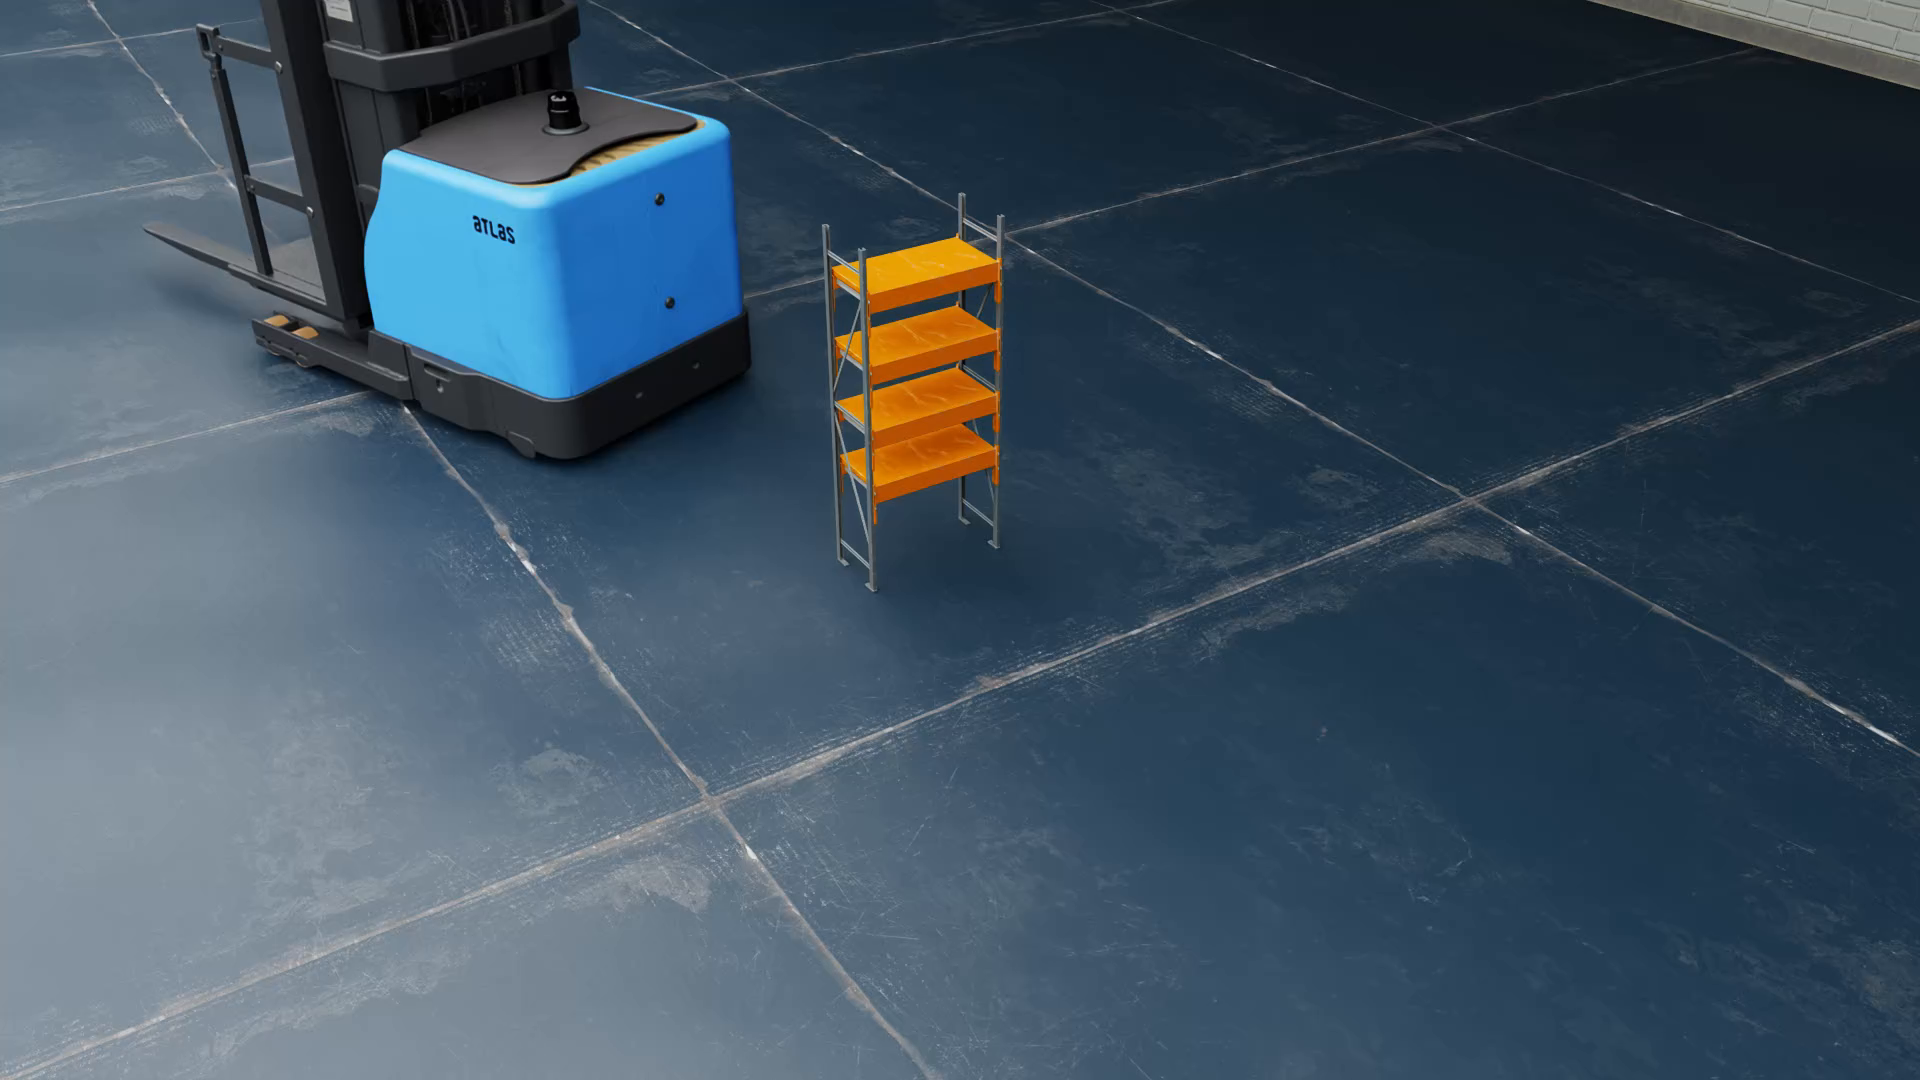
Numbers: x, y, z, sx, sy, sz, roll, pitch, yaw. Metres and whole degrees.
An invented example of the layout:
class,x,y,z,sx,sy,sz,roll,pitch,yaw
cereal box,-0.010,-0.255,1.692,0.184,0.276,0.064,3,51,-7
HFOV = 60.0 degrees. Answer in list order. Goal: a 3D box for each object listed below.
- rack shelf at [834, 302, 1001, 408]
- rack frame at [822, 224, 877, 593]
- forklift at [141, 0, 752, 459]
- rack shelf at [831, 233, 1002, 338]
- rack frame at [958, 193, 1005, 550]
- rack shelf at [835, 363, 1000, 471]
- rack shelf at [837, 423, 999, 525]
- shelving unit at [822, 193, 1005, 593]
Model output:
class,x,y,z,sx,sy,sz,roll,pitch,yaw
rack shelf,-0.139,-0.592,5.271,0.480,0.148,0.258,-19,37,-27
rack frame,-0.344,-0.389,5.242,0.015,1.200,0.240,-19,37,-27
forklift,-2.334,-2.156,6.420,3.031,2.935,1.130,21,38,30
rack shelf,-0.139,-0.792,5.144,0.480,0.148,0.258,-19,37,-27
rack frame,0.066,-0.530,5.466,0.015,1.200,0.240,-19,37,-27
rack shelf,-0.139,-0.403,5.390,0.480,0.148,0.258,-19,37,-27
rack shelf,-0.139,-0.235,5.496,0.480,0.148,0.258,-19,37,-27
shelving unit,-0.139,-0.460,5.354,0.503,1.200,0.258,-19,37,-27
